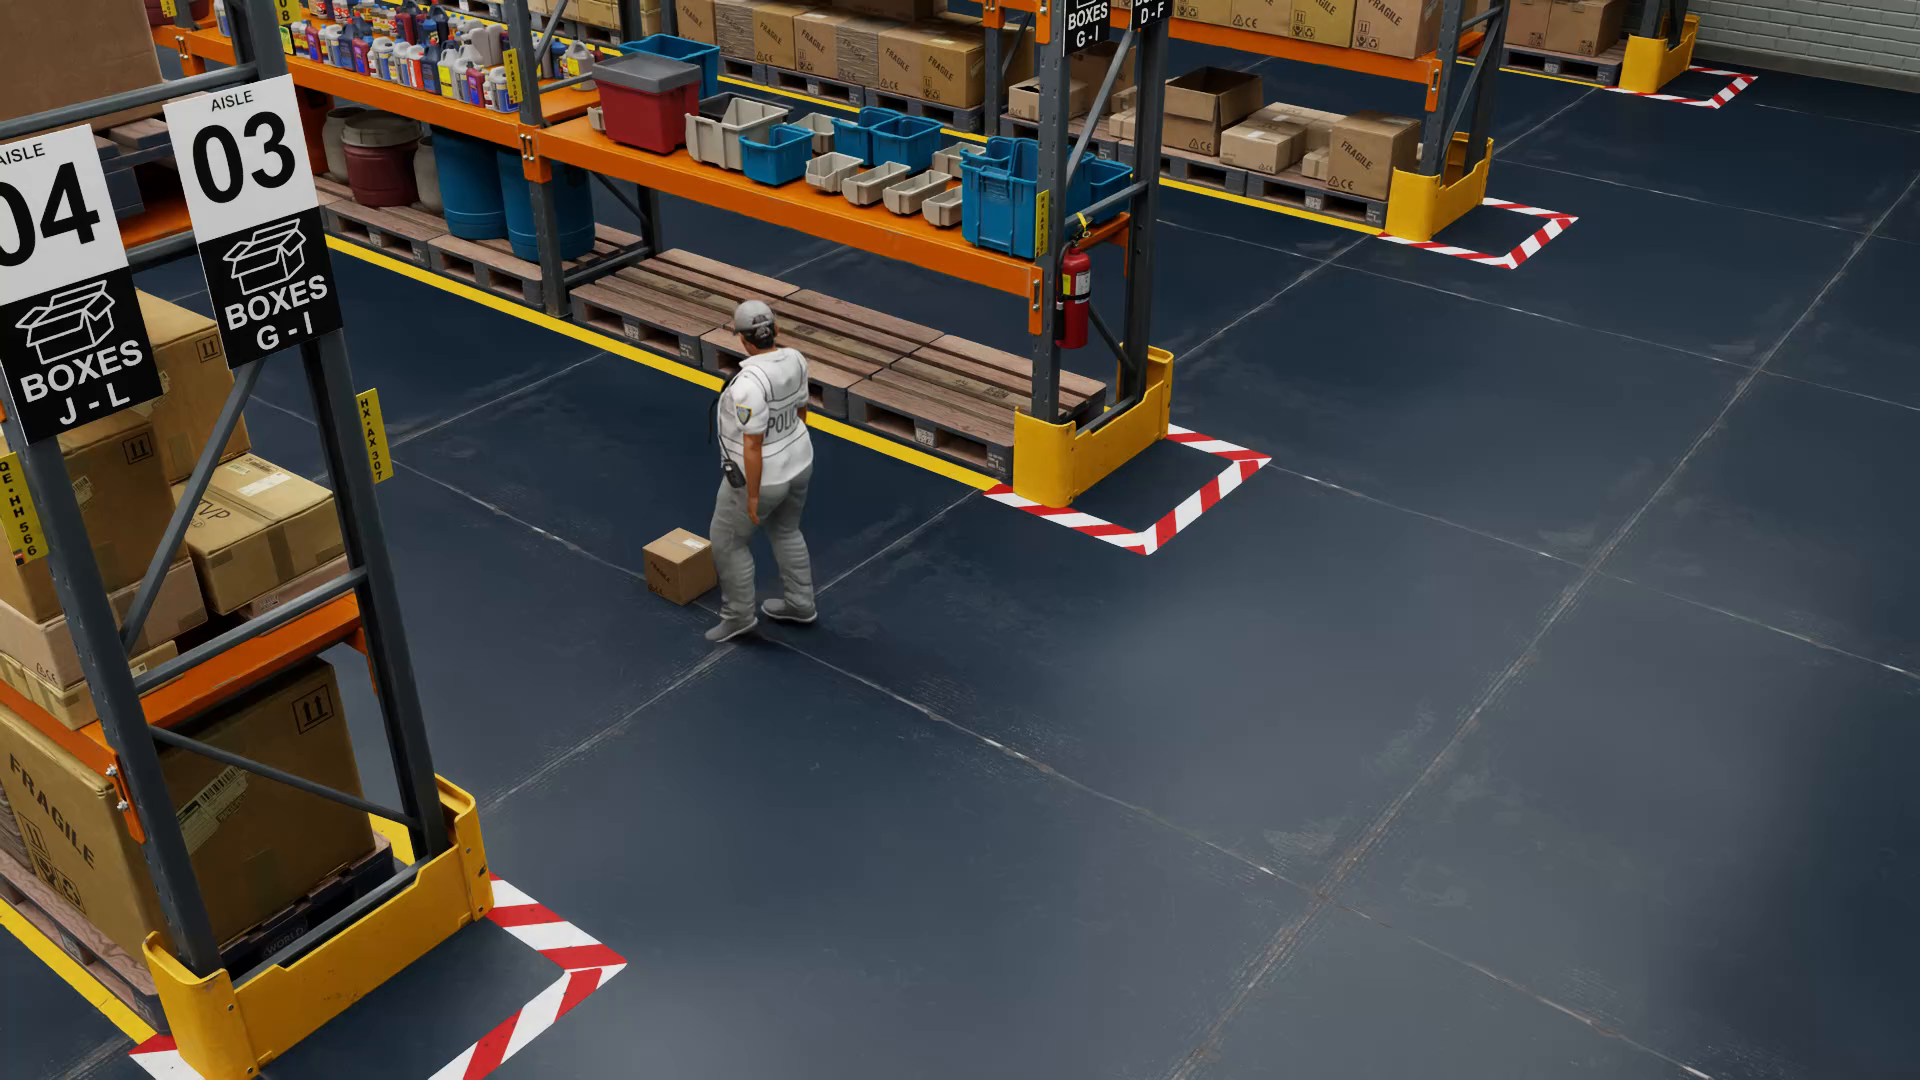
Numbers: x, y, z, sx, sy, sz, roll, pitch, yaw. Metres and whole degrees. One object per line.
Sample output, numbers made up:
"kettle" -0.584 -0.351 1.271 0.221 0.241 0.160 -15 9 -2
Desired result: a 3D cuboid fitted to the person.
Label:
"person" -0.923 -0.289 7.643 0.478 1.716 0.516 16 35 24
